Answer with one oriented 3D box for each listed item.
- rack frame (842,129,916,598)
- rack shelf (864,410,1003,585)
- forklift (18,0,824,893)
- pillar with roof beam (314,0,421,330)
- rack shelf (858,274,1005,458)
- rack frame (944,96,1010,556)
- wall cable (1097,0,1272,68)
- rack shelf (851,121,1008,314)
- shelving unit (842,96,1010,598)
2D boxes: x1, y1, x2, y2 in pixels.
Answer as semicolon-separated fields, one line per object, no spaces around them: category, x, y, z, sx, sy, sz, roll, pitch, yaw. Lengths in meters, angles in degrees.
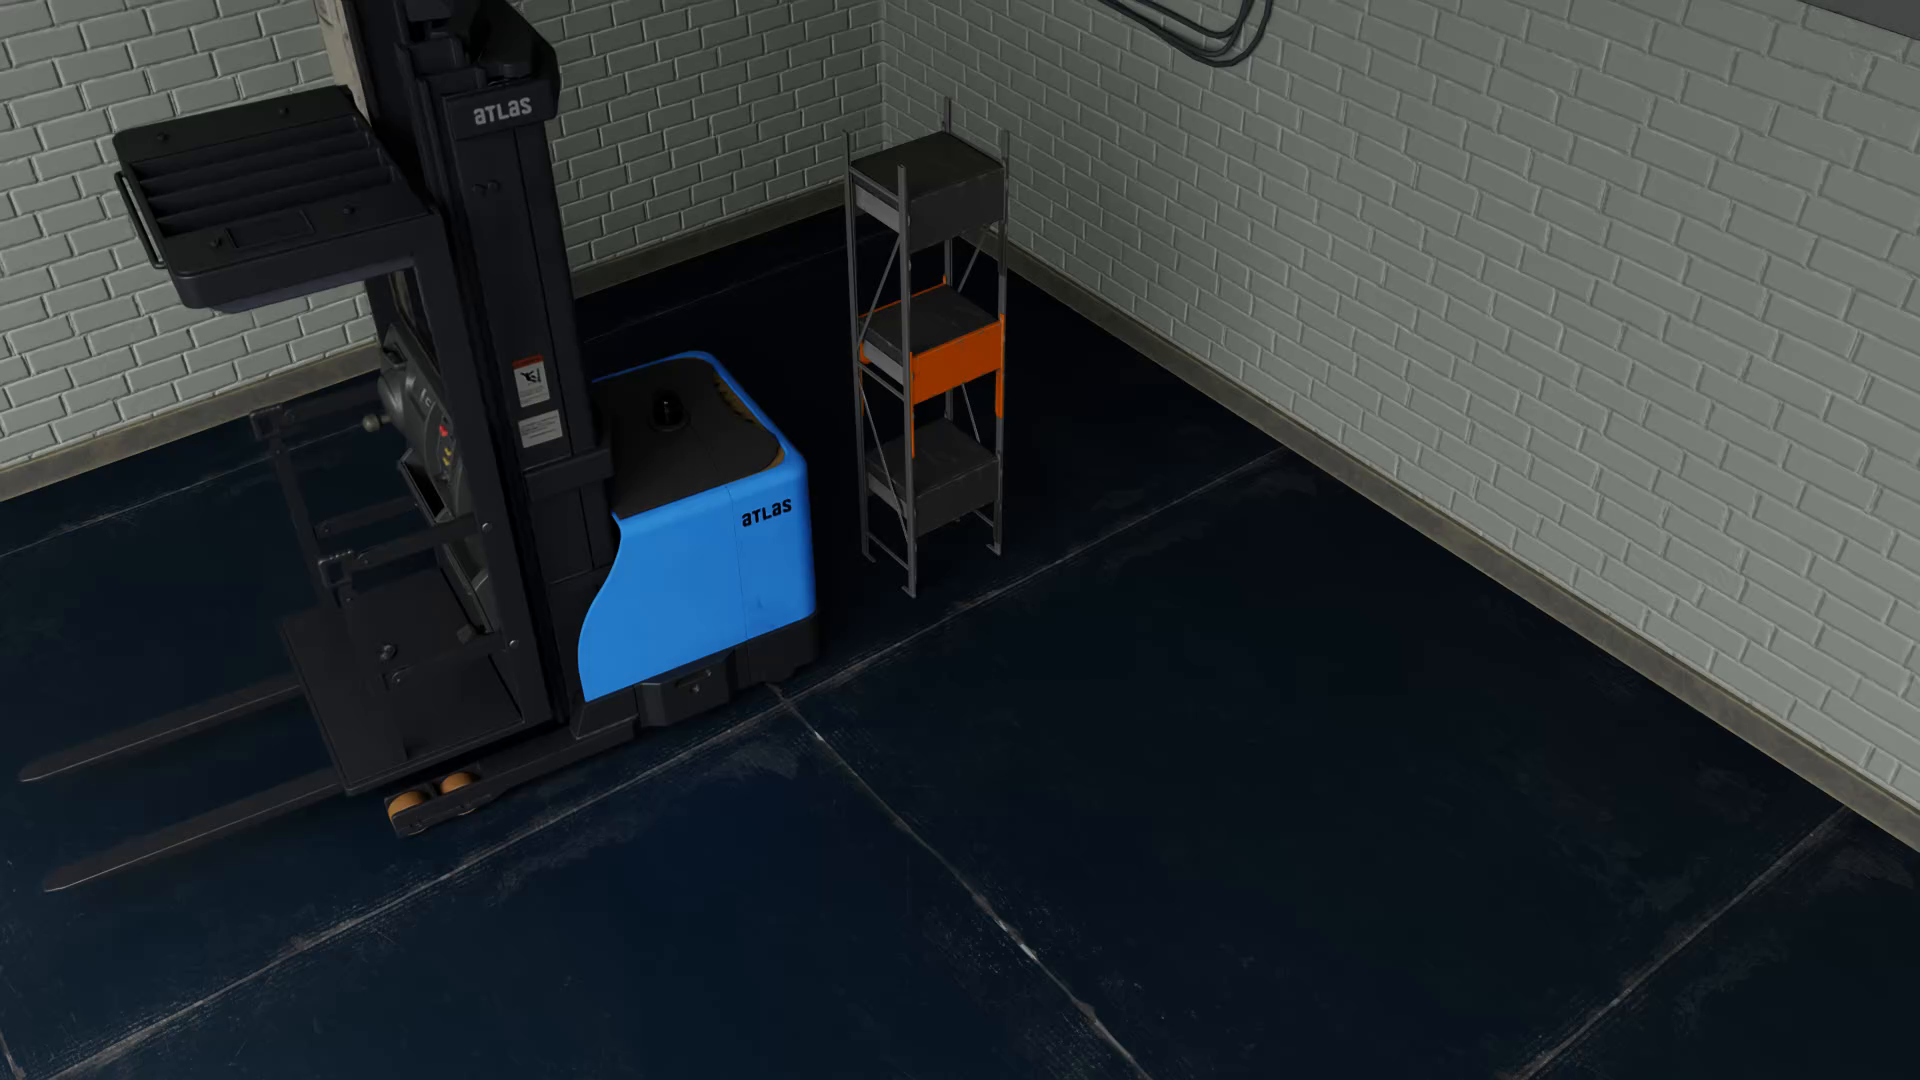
rack frame;-0.325;-0.654;6.891;0.015;2.100;0.400;-26;46;-28
rack shelf;-0.131;-0.196;7.459;0.480;0.518;0.431;-26;46;-28
forklift;-2.110;-0.389;5.914;3.031;2.935;1.130;-21;44;-23
pillar with roof beam;-0.124;-2.306;3.466;0.400;9.000;9.100;-26;46;-28
rack shelf;-0.131;-0.737;7.015;0.480;0.518;0.431;-26;46;-28
rack frame;0.062;-0.842;7.121;0.015;2.100;0.400;-26;46;-28
wall cable;0.394;-3.744;7.667;0.112;2.526;3.097;-26;46;-28
rack shelf;-0.131;-1.278;6.571;0.480;0.518;0.431;-26;46;-28
shelving unit;-0.131;-0.748;7.006;0.503;2.100;0.431;-26;46;-28
